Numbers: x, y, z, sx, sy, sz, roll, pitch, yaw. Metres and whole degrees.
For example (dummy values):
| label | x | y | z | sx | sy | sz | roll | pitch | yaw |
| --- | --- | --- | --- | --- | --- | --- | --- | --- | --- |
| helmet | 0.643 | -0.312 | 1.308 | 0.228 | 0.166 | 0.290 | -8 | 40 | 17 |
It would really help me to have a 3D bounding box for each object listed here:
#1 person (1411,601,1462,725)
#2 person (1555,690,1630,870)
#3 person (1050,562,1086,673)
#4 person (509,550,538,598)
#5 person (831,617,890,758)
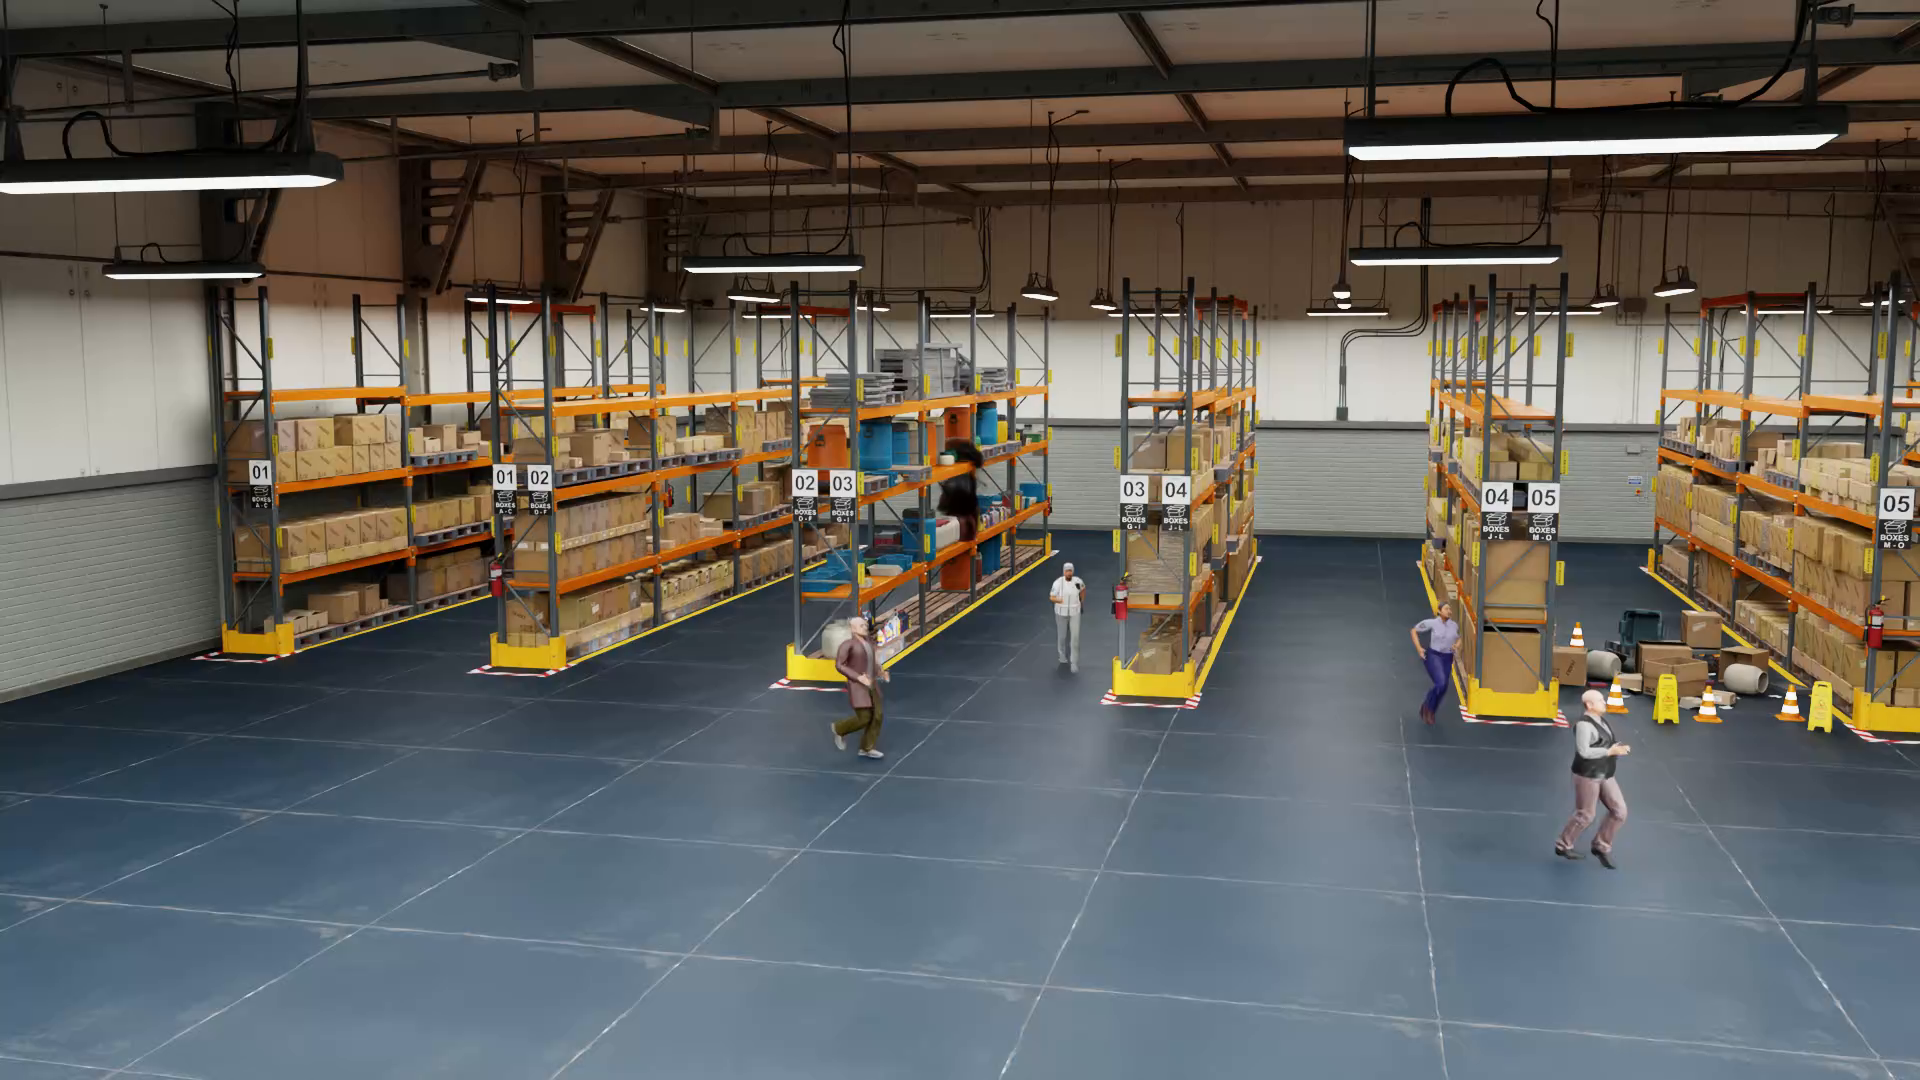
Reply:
| label | x | y | z | sx | sy | sz | roll | pitch | yaw |
| --- | --- | --- | --- | --- | --- | --- | --- | --- | --- |
| person | 6.463 | 1.650 | 22.349 | 0.611 | 1.647 | 0.606 | -3 | 7 | -27 |
| person | 6.128 | 2.303 | 16.036 | 0.637 | 1.730 | 0.711 | -6 | 9 | -44 |
| person | 1.694 | 1.177 | 26.117 | 0.568 | 1.684 | 0.901 | 0 | 7 | 2 |
| person | -7.712 | 0.713 | 29.786 | 0.678 | 1.819 | 0.800 | 1 | 7 | 5 |
| person | -1.237 | 1.802 | 20.423 | 0.707 | 1.727 | 0.713 | 5 | 8 | 34 |
